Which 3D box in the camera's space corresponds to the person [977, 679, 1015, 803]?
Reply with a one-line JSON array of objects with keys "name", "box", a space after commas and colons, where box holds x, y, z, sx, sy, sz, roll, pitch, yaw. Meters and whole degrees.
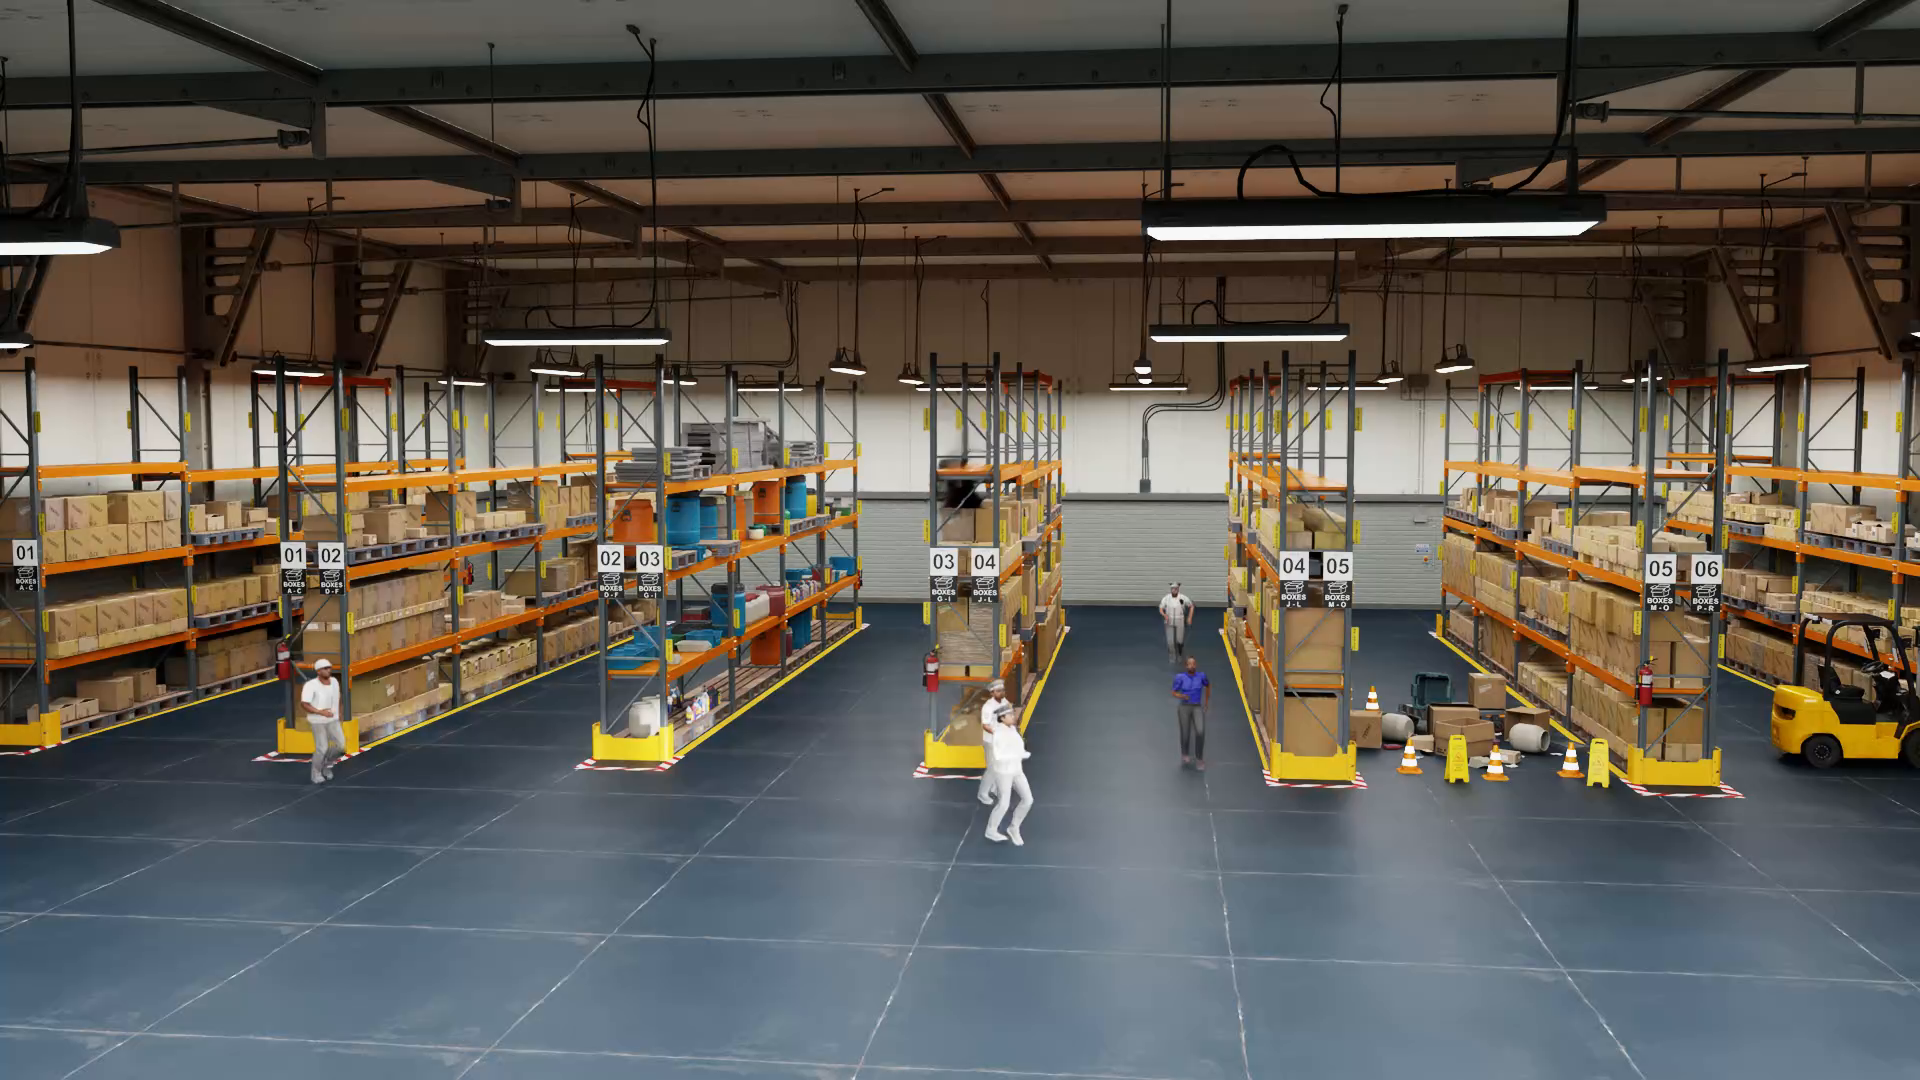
[{"name": "person", "box": [0.526, 2.633, 21.778, 0.601, 1.657, 0.701, -3, 5, -38]}]

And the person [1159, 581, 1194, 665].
[{"name": "person", "box": [4.426, 1.712, 34.116, 0.706, 1.730, 0.608, 1, 4, 10]}]

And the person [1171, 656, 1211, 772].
[{"name": "person", "box": [3.341, 2.493, 24.050, 0.594, 1.665, 0.795, 0, 4, 3]}]

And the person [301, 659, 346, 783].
[{"name": "person", "box": [-8.751, 2.502, 23.025, 0.620, 1.733, 0.732, 3, 5, 32]}]

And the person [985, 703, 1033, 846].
[{"name": "person", "box": [0.600, 2.776, 19.641, 0.659, 1.728, 0.592, 3, 5, 36]}]
